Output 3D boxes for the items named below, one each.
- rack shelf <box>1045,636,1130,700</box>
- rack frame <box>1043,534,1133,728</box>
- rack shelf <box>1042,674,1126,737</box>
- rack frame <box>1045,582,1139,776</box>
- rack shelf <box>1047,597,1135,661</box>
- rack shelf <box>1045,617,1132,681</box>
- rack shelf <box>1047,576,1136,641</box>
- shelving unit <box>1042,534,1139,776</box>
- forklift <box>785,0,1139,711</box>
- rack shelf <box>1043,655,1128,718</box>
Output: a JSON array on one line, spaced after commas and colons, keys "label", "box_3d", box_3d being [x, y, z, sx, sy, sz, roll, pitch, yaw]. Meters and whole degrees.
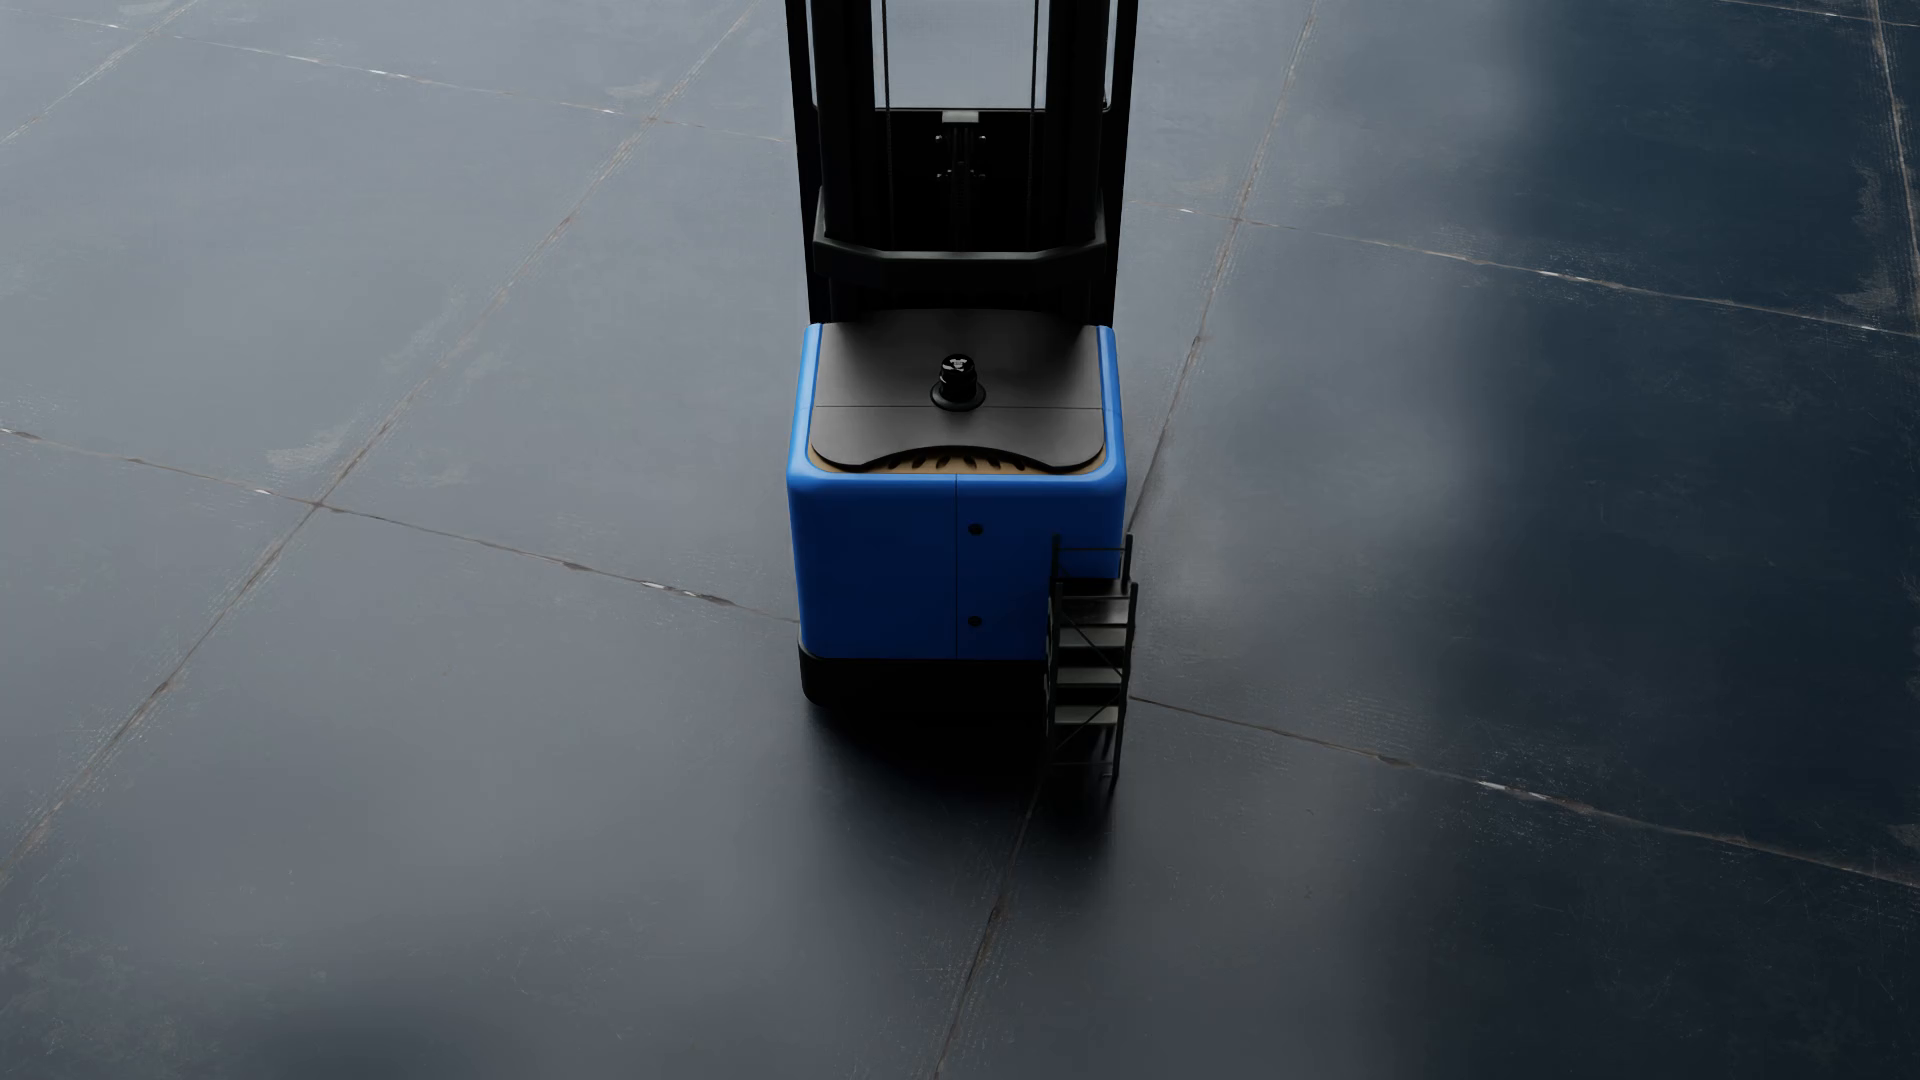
[{"label": "rack shelf", "box_3d": [0.399, 0.402, 5.242, 0.258, 0.077, 0.200, 0, 44, 0]}, {"label": "rack frame", "box_3d": [0.399, 0.308, 5.292, 0.240, 0.900, 0.006, 0, 44, 0]}, {"label": "rack shelf", "box_3d": [0.399, 0.532, 5.367, 0.258, 0.077, 0.200, 0, 44, 0]}, {"label": "rack frame", "box_3d": [0.399, 0.449, 5.146, 0.240, 0.900, 0.006, 0, 44, 0]}, {"label": "rack shelf", "box_3d": [0.399, 0.273, 5.117, 0.258, 0.077, 0.200, 0, 44, 0]}, {"label": "rack shelf", "box_3d": [0.399, 0.337, 5.179, 0.258, 0.077, 0.200, 0, 44, 0]}, {"label": "rack shelf", "box_3d": [0.399, 0.208, 5.055, 0.258, 0.077, 0.200, 0, 44, 0]}, {"label": "shelving unit", "box_3d": [0.399, 0.378, 5.219, 0.258, 0.900, 0.210, 0, 44, 0]}, {"label": "forklift", "box_3d": [0.008, -1.486, 5.673, 1.130, 2.935, 3.031, 1, 44, 1]}, {"label": "rack shelf", "box_3d": [0.399, 0.467, 5.304, 0.258, 0.077, 0.200, 0, 44, 0]}]
